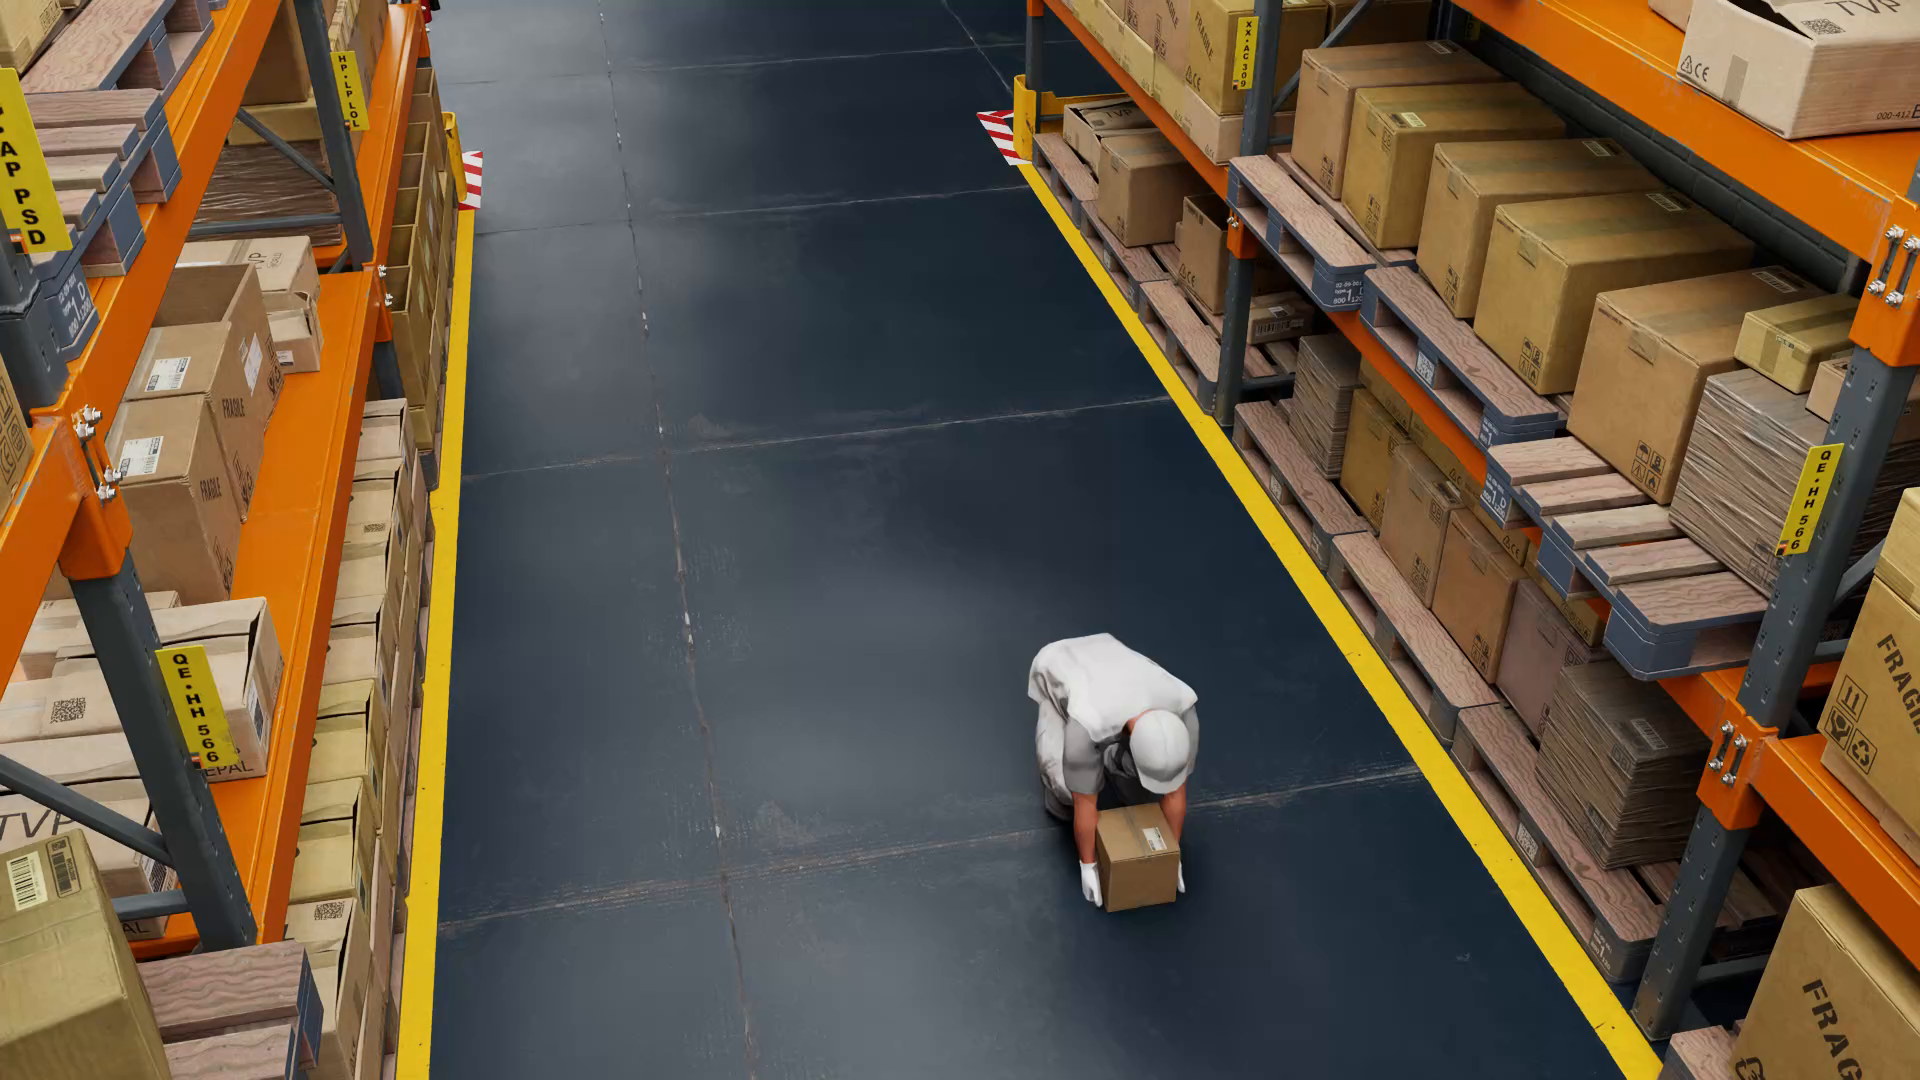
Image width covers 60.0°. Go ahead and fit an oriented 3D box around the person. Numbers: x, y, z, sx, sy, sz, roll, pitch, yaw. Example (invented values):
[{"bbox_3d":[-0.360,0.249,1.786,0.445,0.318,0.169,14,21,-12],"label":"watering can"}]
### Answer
[{"bbox_3d":[0.547,0.763,5.976,0.538,0.873,0.926,-8,35,-11],"label":"person"}]
